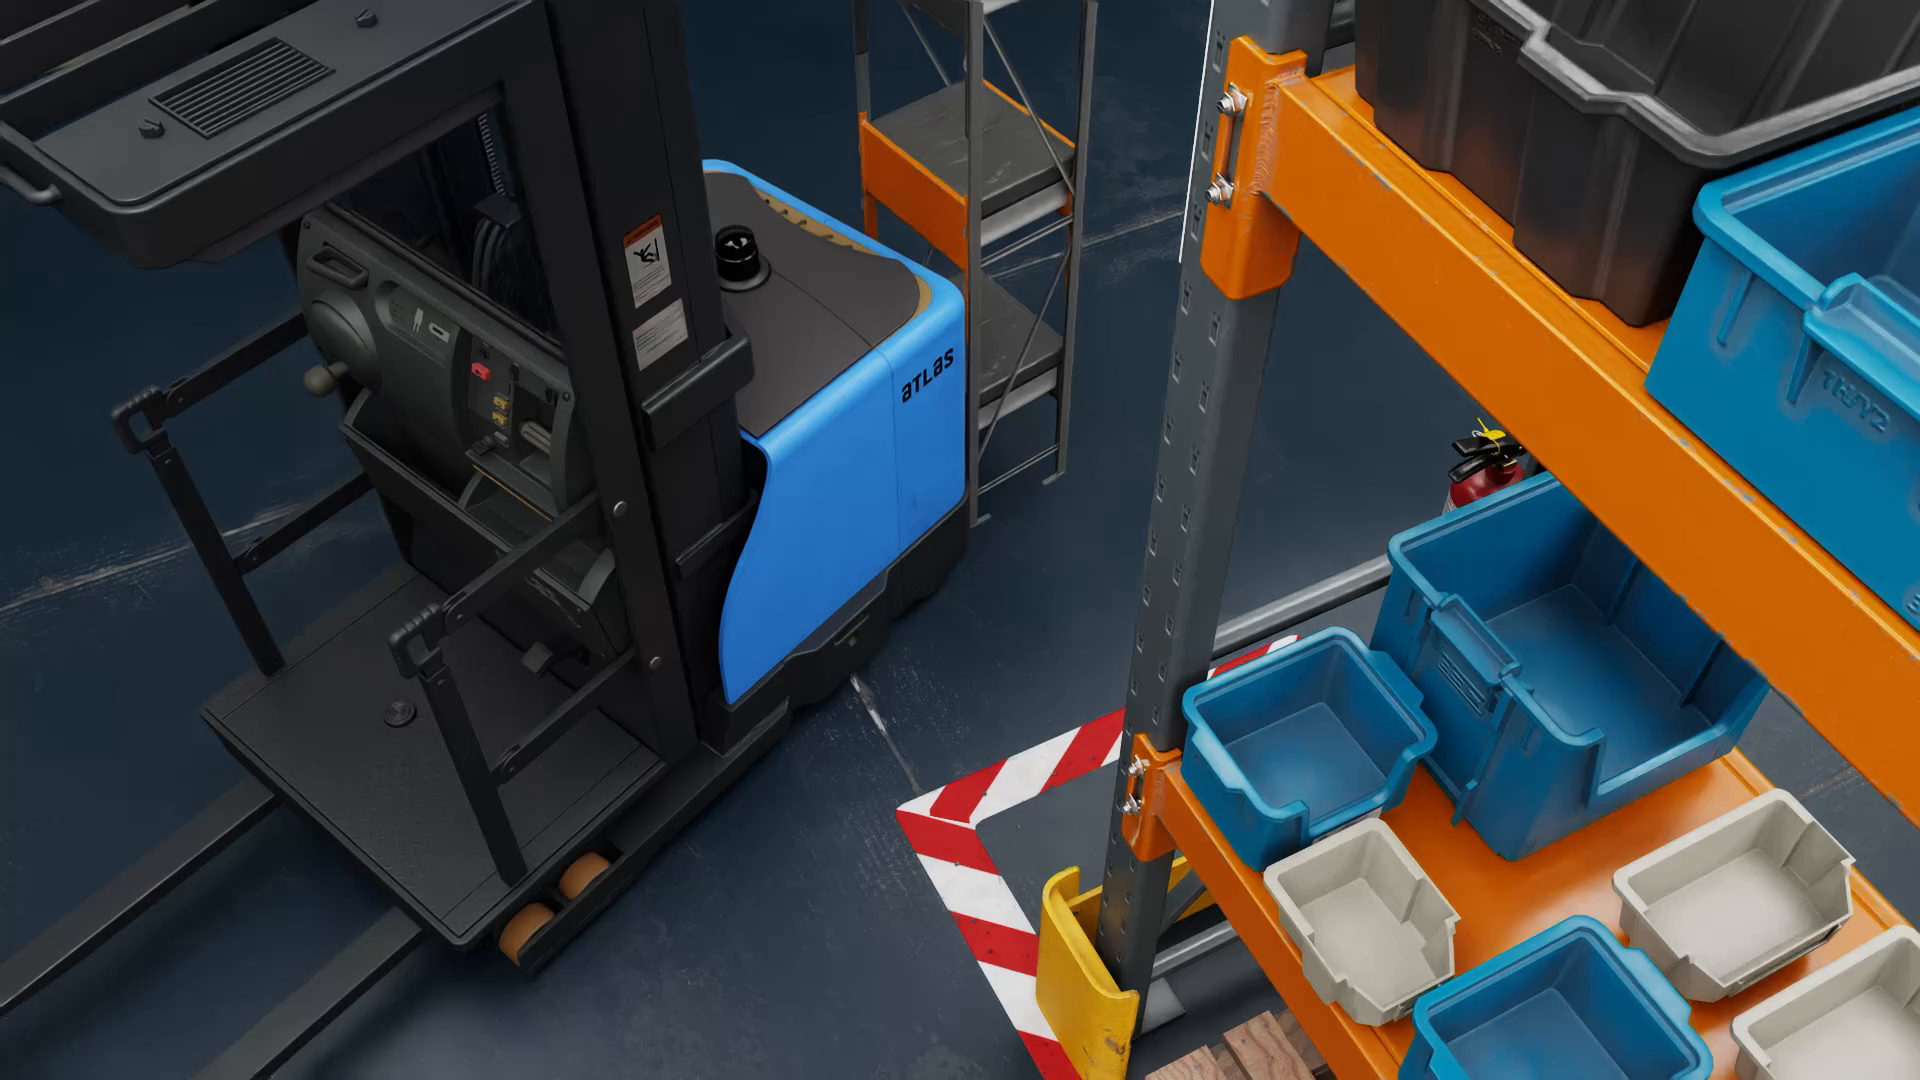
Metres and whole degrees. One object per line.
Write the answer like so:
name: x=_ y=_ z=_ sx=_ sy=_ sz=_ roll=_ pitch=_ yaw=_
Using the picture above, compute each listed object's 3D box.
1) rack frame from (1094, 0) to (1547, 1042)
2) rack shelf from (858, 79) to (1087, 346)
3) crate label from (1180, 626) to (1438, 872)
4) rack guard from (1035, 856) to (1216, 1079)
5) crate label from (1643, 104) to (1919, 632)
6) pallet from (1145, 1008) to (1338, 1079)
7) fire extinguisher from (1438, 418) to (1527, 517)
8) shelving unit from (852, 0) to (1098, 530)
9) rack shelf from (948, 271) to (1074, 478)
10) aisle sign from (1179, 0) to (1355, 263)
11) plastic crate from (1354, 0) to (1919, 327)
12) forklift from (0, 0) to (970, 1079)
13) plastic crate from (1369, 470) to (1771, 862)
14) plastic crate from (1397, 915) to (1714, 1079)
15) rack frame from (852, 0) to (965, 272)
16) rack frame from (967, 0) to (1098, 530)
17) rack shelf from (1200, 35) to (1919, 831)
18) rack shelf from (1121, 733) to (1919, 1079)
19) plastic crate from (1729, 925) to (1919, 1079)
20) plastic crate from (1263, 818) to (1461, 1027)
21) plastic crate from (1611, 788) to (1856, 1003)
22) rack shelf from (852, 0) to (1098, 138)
rack frame: x=0.790 y=0.073 z=3.193 sx=1.000 sy=3.000 sz=0.127 roll=-21 pitch=52 yaw=-18
rack shelf: x=0.031 y=-0.953 z=4.707 sx=0.431 sy=0.518 sz=0.480 roll=-31 pitch=55 yaw=-24
crate label: x=0.610 y=0.387 z=2.990 sx=0.416 sy=0.233 sz=0.303 roll=-21 pitch=52 yaw=-18
rack guard: x=0.767 y=0.885 z=4.144 sx=1.175 sy=0.500 sz=0.348 roll=-21 pitch=52 yaw=-18
crate label: x=0.925 y=-0.137 z=1.483 sx=0.408 sy=0.251 sz=0.502 roll=-21 pitch=52 yaw=-18
pallet: x=1.133 y=1.557 z=3.748 sx=1.003 sy=0.211 sz=1.213 roll=-21 pitch=52 yaw=-18
fire extinguisher: x=1.125 y=-0.036 z=3.588 sx=0.296 sy=0.674 sz=0.183 roll=-21 pitch=52 yaw=-18
shelving unit: x=0.031 y=-0.962 z=4.697 sx=0.431 sy=2.100 sz=0.503 roll=-31 pitch=55 yaw=-24
rack shelf: x=0.031 y=-0.493 z=5.234 sx=0.431 sy=0.518 sz=0.480 roll=-31 pitch=55 yaw=-24
aisle sign: x=0.493 y=-0.729 z=2.167 sx=0.394 sy=0.787 sz=0.004 roll=-21 pitch=52 yaw=-18
plastic crate: x=0.718 y=-0.518 z=1.804 sx=0.497 sy=0.269 sz=0.590 roll=-21 pitch=52 yaw=-18
forklift: x=-1.298 y=-0.300 z=3.565 sx=1.130 sy=2.935 sz=3.031 roll=32 pitch=56 yaw=25
plastic crate: x=1.109 y=0.202 z=3.018 sx=0.616 sy=0.435 sz=0.499 roll=-21 pitch=52 yaw=-18
plastic crate: x=0.911 y=0.828 z=2.605 sx=0.416 sy=0.233 sz=0.300 roll=-21 pitch=52 yaw=-18
rack frame: x=-0.119 y=-1.107 z=4.823 sx=0.400 sy=2.100 sz=0.015 roll=-31 pitch=55 yaw=-24
rack frame: x=0.182 y=-0.818 z=4.570 sx=0.400 sy=2.100 sz=0.015 roll=-31 pitch=55 yaw=-24
rack shelf: x=1.705 y=0.661 z=1.164 sx=1.077 sy=0.370 sz=4.000 roll=-21 pitch=52 yaw=-18
rack shelf: x=1.705 y=1.649 z=2.293 sx=1.077 sy=0.370 sz=4.000 roll=-21 pitch=52 yaw=-18
plastic crate: x=1.444 y=0.823 z=2.673 sx=0.396 sy=0.136 sz=0.243 roll=-21 pitch=52 yaw=-18
plastic crate: x=0.683 y=0.662 z=2.813 sx=0.250 sy=0.136 sz=0.298 roll=-21 pitch=52 yaw=-18
plastic crate: x=1.324 y=0.624 z=2.847 sx=0.396 sy=0.136 sz=0.243 roll=-21 pitch=52 yaw=-18
rack shelf: x=0.031 y=-1.414 z=4.180 sx=0.431 sy=0.518 sz=0.480 roll=-31 pitch=55 yaw=-24
